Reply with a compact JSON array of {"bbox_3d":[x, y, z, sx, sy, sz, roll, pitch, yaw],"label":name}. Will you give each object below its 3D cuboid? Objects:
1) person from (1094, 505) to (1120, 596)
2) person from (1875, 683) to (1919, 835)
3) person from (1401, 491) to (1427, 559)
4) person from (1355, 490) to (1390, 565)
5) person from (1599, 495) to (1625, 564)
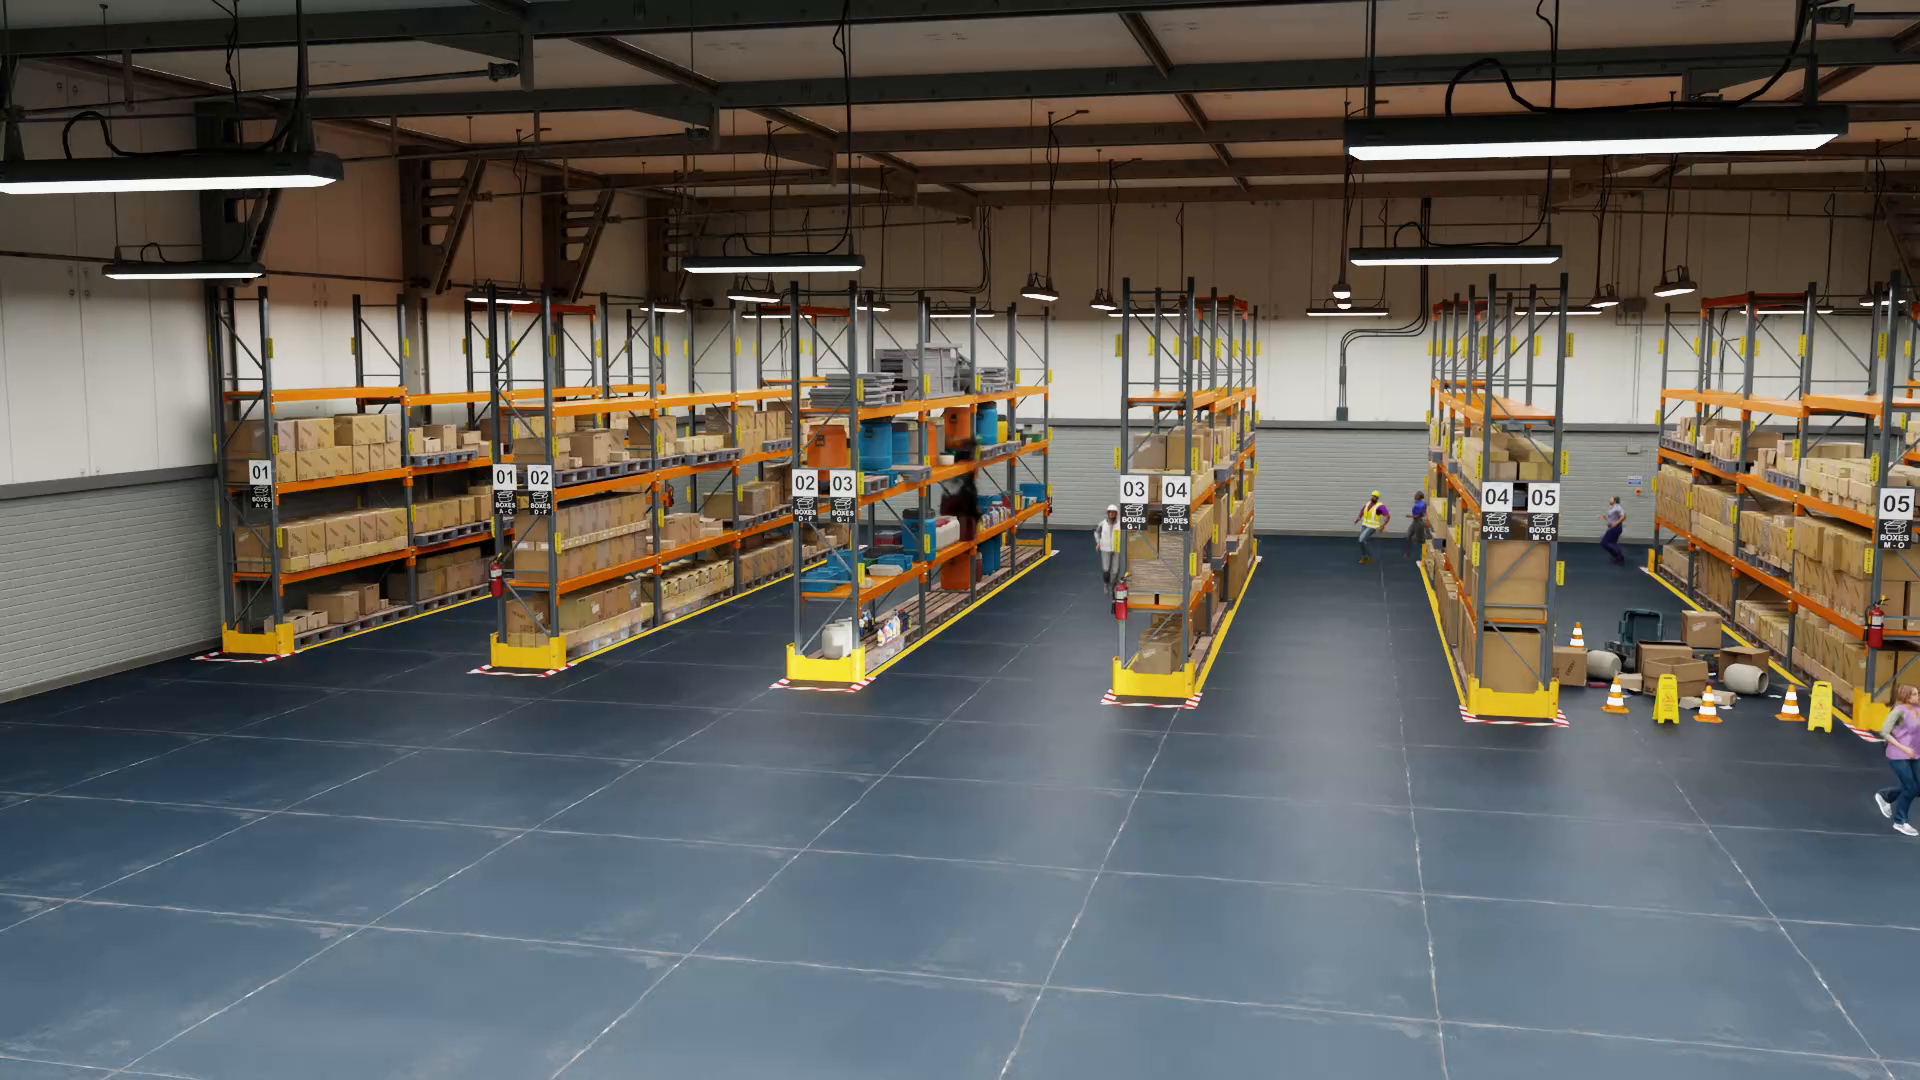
[{"bbox_3d":[2.874,0.209,31.687,0.644,1.754,0.592,1,7,6],"label":"person"},{"bbox_3d":[9.745,2.254,17.277,0.547,1.571,0.540,-3,7,-27],"label":"person"},{"bbox_3d":[10.877,-0.321,39.431,0.716,1.678,0.564,0,7,3],"label":"person"},{"bbox_3d":[9.518,-0.275,38.692,0.633,1.744,0.758,-3,7,-26],"label":"person"},{"bbox_3d":[15.211,-0.241,38.770,0.614,1.620,0.613,2,7,18],"label":"person"}]
